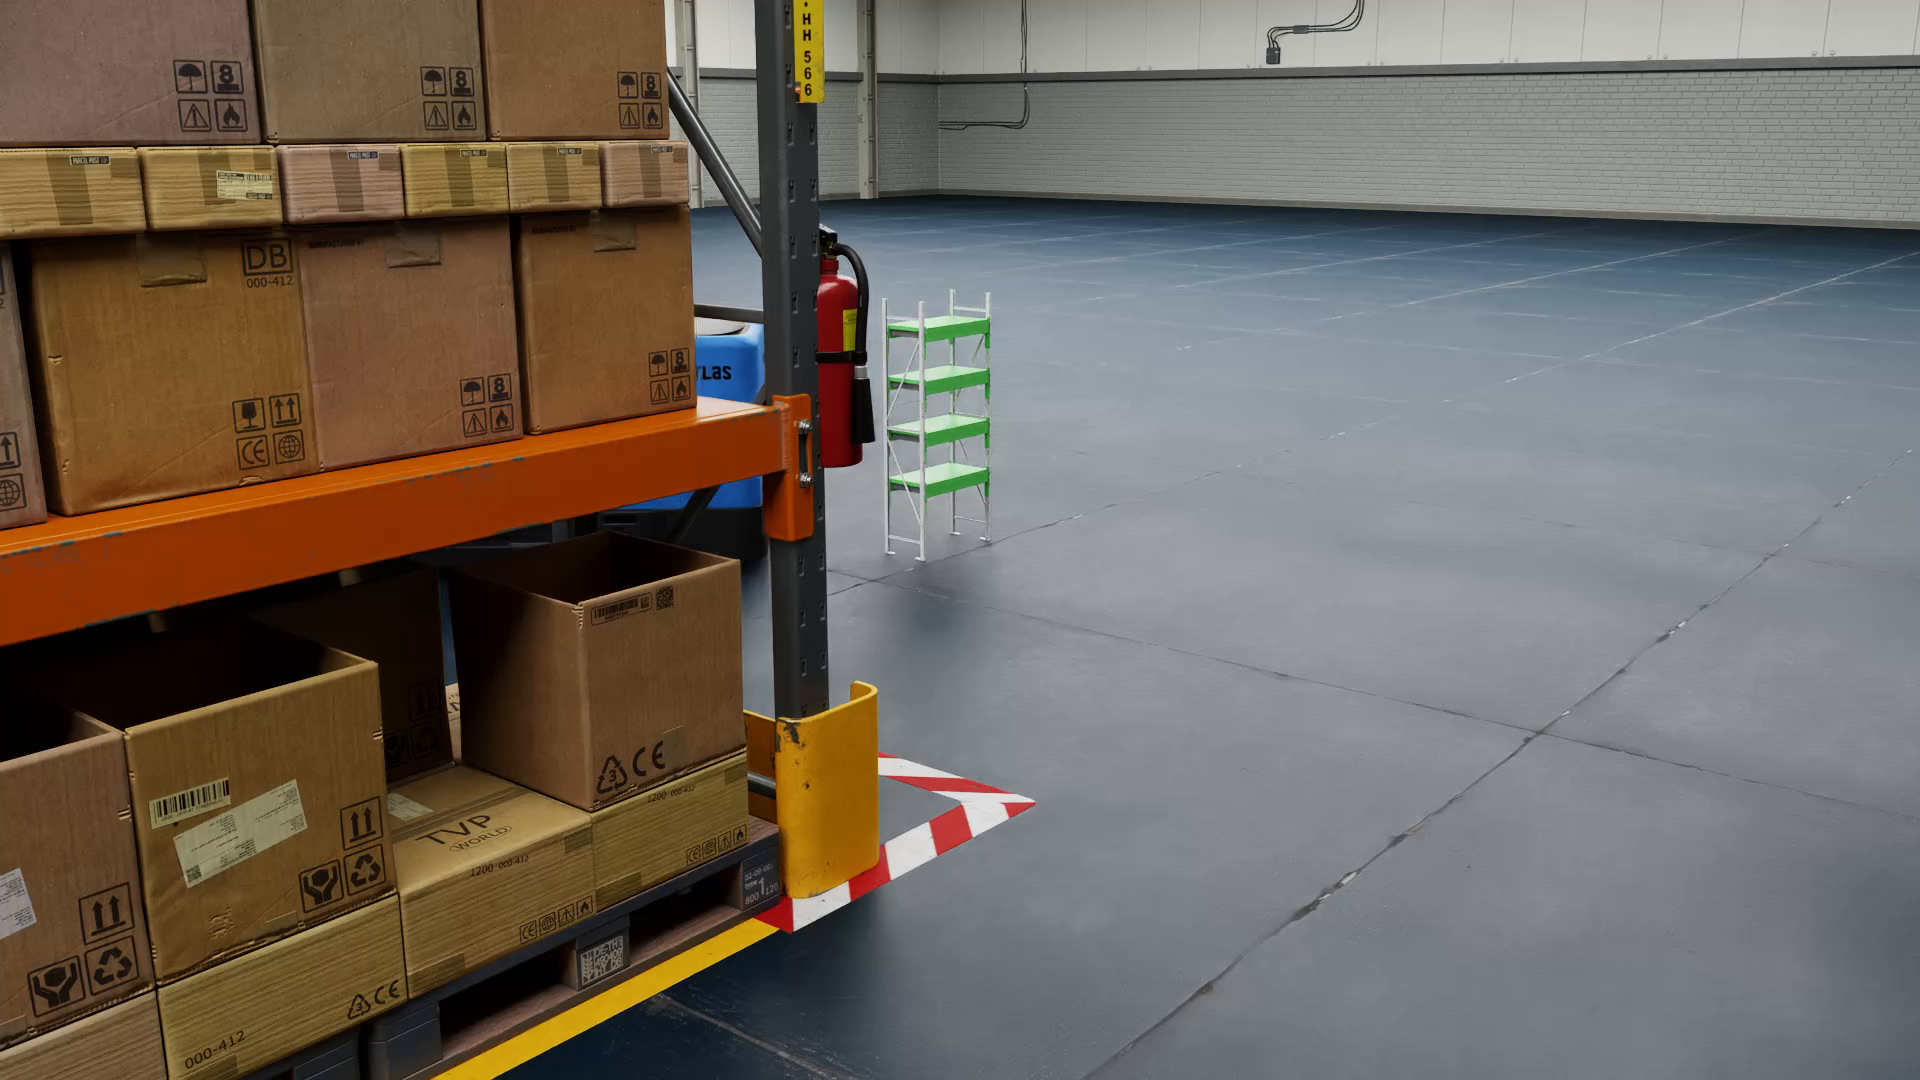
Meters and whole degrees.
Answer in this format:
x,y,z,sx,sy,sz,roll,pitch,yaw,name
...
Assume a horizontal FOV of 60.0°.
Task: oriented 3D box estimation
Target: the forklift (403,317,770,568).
x,y,z,sx,sy,sz,roll,pitch,yaw,name
-2.413,-1.369,7.560,3.031,2.935,1.130,-1,14,-3,forklift

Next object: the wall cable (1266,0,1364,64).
x,y,z,sx,sy,sz,roll,pitch,yaw,name
7.922,-13.647,36.661,2.305,6.003,0.169,11,18,38,wall cable

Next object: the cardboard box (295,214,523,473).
x,y,z,sx,sy,sz,roll,pitch,yaw,name
-1.405,-0.478,3.708,0.700,0.500,0.500,12,18,39,cardboard box

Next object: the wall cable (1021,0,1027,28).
x,y,z,sx,sy,sz,roll,pitch,yaw,name
2.652,-13.995,40.987,3.097,2.526,0.112,11,18,38,wall cable

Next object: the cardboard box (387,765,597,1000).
x,y,z,sx,sy,sz,roll,pitch,yaw,name
-1.187,0.757,3.781,0.500,0.250,0.500,11,18,38,cardboard box

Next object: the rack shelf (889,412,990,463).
x,y,z,sx,sy,sz,roll,pitch,yaw,name
-0.104,-0.488,7.866,0.258,0.148,0.480,11,18,38,rack shelf

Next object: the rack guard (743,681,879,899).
x,y,z,sx,sy,sz,roll,pitch,yaw,name
-0.760,0.589,4.789,1.175,0.500,0.348,11,18,38,rack guard

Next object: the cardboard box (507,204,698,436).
x,y,z,sx,sy,sz,roll,pitch,yaw,name
-1.078,-0.579,4.107,0.700,0.500,0.500,11,18,38,cardboard box

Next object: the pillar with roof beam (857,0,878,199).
x,y,z,sx,sy,sz,roll,pitch,yaw,name
1.016,-12.445,38.837,9.100,9.000,0.400,11,18,38,pillar with roof beam

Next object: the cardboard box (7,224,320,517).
x,y,z,sx,sy,sz,roll,pitch,yaw,name
-1.721,-0.383,3.337,0.700,0.500,0.500,11,18,38,cardboard box

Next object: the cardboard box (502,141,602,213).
x,y,z,sx,sy,sz,roll,pitch,yaw,name
-1.030,-0.828,3.769,0.380,0.149,0.250,12,18,39,cardboard box

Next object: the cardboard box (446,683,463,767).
x,y,z,sx,sy,sz,roll,pitch,yaw,name
-1.285,0.579,4.481,0.500,0.250,0.500,11,18,38,cardboard box

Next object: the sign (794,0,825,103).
x,y,z,sx,sy,sz,roll,pitch,yaw,name
-0.362,-1.207,3.950,0.100,0.325,0.005,11,18,38,sign

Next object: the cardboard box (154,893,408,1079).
x,y,z,sx,sy,sz,roll,pitch,yaw,name
-1.500,0.853,3.403,0.500,0.250,0.500,11,18,38,cardboard box

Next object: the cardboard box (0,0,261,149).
x,y,z,sx,sy,sz,roll,pitch,yaw,name
-1.754,-0.999,3.127,0.700,0.500,0.500,11,18,38,cardboard box

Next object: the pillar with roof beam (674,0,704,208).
x,y,z,sx,sy,sz,roll,pitch,yaw,name
-2.755,-11.296,34.314,9.100,9.000,0.400,11,18,38,pillar with roof beam

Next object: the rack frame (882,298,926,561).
x,y,z,sx,sy,sz,roll,pitch,yaw,name
-0.257,-0.503,7.666,0.240,1.200,0.015,11,18,38,rack frame

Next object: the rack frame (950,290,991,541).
x,y,z,sx,sy,sz,roll,pitch,yaw,name
0.049,-0.597,8.034,0.240,1.200,0.015,11,18,38,rack frame

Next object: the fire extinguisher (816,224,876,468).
x,y,z,sx,sy,sz,roll,pitch,yaw,name
-0.339,-0.531,4.279,0.296,0.674,0.183,11,18,38,fire extinguisher

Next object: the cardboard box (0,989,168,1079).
x,y,z,sx,sy,sz,roll,pitch,yaw,name
-1.816,0.949,3.028,0.500,0.250,0.500,11,18,38,cardboard box

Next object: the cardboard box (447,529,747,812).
x,y,z,sx,sy,sz,roll,pitch,yaw,name
-0.880,0.297,4.072,0.500,0.500,0.500,11,18,38,cardboard box

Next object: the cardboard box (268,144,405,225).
x,y,z,sx,sy,sz,roll,pitch,yaw,name
-1.351,-0.731,3.387,0.380,0.149,0.250,12,18,38,cardboard box

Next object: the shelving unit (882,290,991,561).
x,y,z,sx,sy,sz,roll,pitch,yaw,name
-0.104,-0.550,7.850,0.258,1.200,0.503,11,18,38,shelving unit

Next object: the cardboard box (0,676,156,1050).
x,y,z,sx,sy,sz,roll,pitch,yaw,name
-1.813,0.586,2.933,0.500,0.500,0.500,11,18,38,cardboard box

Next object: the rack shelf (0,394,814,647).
x,y,z,sx,sy,sz,roll,pitch,yaw,name
-2.032,0.114,3.044,1.077,0.370,4.000,11,18,38,rack shelf

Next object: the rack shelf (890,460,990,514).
x,y,z,sx,sy,sz,roll,pitch,yaw,name
-0.104,-0.255,7.925,0.258,0.148,0.480,11,18,38,rack shelf

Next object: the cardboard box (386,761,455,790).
x,y,z,sx,sy,sz,roll,pitch,yaw,name
-1.596,0.676,4.102,0.500,0.250,0.500,11,18,38,cardboard box

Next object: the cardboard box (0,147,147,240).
x,y,z,sx,sy,sz,roll,pitch,yaw,name
-1.679,-0.630,2.990,0.380,0.149,0.250,12,18,39,cardboard box

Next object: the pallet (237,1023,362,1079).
x,y,z,sx,sy,sz,roll,pitch,yaw,name
-1.990,1.119,3.289,1.003,0.211,1.213,11,18,38,pallet

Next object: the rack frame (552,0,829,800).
x,y,z,sx,sy,sz,roll,pitch,yaw,name
-0.775,-0.618,4.463,1.000,3.000,0.127,11,18,38,rack frame

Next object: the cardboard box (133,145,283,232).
x,y,z,sx,sy,sz,roll,pitch,yaw,name
-1.515,-0.681,3.189,0.380,0.149,0.250,12,19,39,cardboard box

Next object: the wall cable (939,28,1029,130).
x,y,z,sx,sy,sz,roll,pitch,yaw,name
0.548,-11.966,43.257,3.097,2.526,0.112,11,18,38,wall cable

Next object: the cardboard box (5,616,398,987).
x,y,z,sx,sy,sz,roll,pitch,yaw,name
-1.498,0.490,3.309,0.500,0.500,0.500,11,18,38,cardboard box

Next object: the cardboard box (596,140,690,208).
x,y,z,sx,sy,sz,roll,pitch,yaw,name
-0.867,-0.878,3.967,0.380,0.149,0.250,11,18,37,cardboard box

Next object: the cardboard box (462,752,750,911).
x,y,z,sx,sy,sz,roll,pitch,yaw,name
-0.882,0.660,4.166,0.500,0.250,0.500,11,18,38,cardboard box

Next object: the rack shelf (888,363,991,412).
x,y,z,sx,sy,sz,roll,pitch,yaw,name
-0.104,-0.721,7.807,0.258,0.148,0.480,11,18,38,rack shelf

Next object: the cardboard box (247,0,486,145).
x,y,z,sx,sy,sz,roll,pitch,yaw,name
-1.438,-1.096,3.507,0.700,0.500,0.500,11,18,36,cardboard box

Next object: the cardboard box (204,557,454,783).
x,y,z,sx,sy,sz,roll,pitch,yaw,name
-1.598,0.312,4.011,0.500,0.500,0.500,11,18,38,cardboard box

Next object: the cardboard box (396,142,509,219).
x,y,z,sx,sy,sz,roll,pitch,yaw,name
-1.191,-0.779,3.576,0.380,0.149,0.250,11,18,37,cardboard box

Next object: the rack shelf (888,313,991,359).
x,y,z,sx,sy,sz,roll,pitch,yaw,name
-0.104,-0.953,7.748,0.258,0.148,0.480,11,18,38,rack shelf

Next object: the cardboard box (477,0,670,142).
x,y,z,sx,sy,sz,roll,pitch,yaw,name
-1.111,-1.198,3.907,0.700,0.500,0.500,11,18,38,cardboard box

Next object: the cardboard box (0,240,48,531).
x,y,z,sx,sy,sz,roll,pitch,yaw,name
-2.049,-0.282,2.938,0.700,0.500,0.500,12,19,39,cardboard box

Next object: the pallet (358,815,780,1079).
x,y,z,sx,sy,sz,roll,pitch,yaw,name
-1.223,0.886,4.204,1.003,0.211,1.213,11,18,38,pallet

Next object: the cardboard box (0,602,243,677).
x,y,z,sx,sy,sz,roll,pitch,yaw,name
-1.902,0.410,3.626,0.500,0.500,0.500,11,18,38,cardboard box
